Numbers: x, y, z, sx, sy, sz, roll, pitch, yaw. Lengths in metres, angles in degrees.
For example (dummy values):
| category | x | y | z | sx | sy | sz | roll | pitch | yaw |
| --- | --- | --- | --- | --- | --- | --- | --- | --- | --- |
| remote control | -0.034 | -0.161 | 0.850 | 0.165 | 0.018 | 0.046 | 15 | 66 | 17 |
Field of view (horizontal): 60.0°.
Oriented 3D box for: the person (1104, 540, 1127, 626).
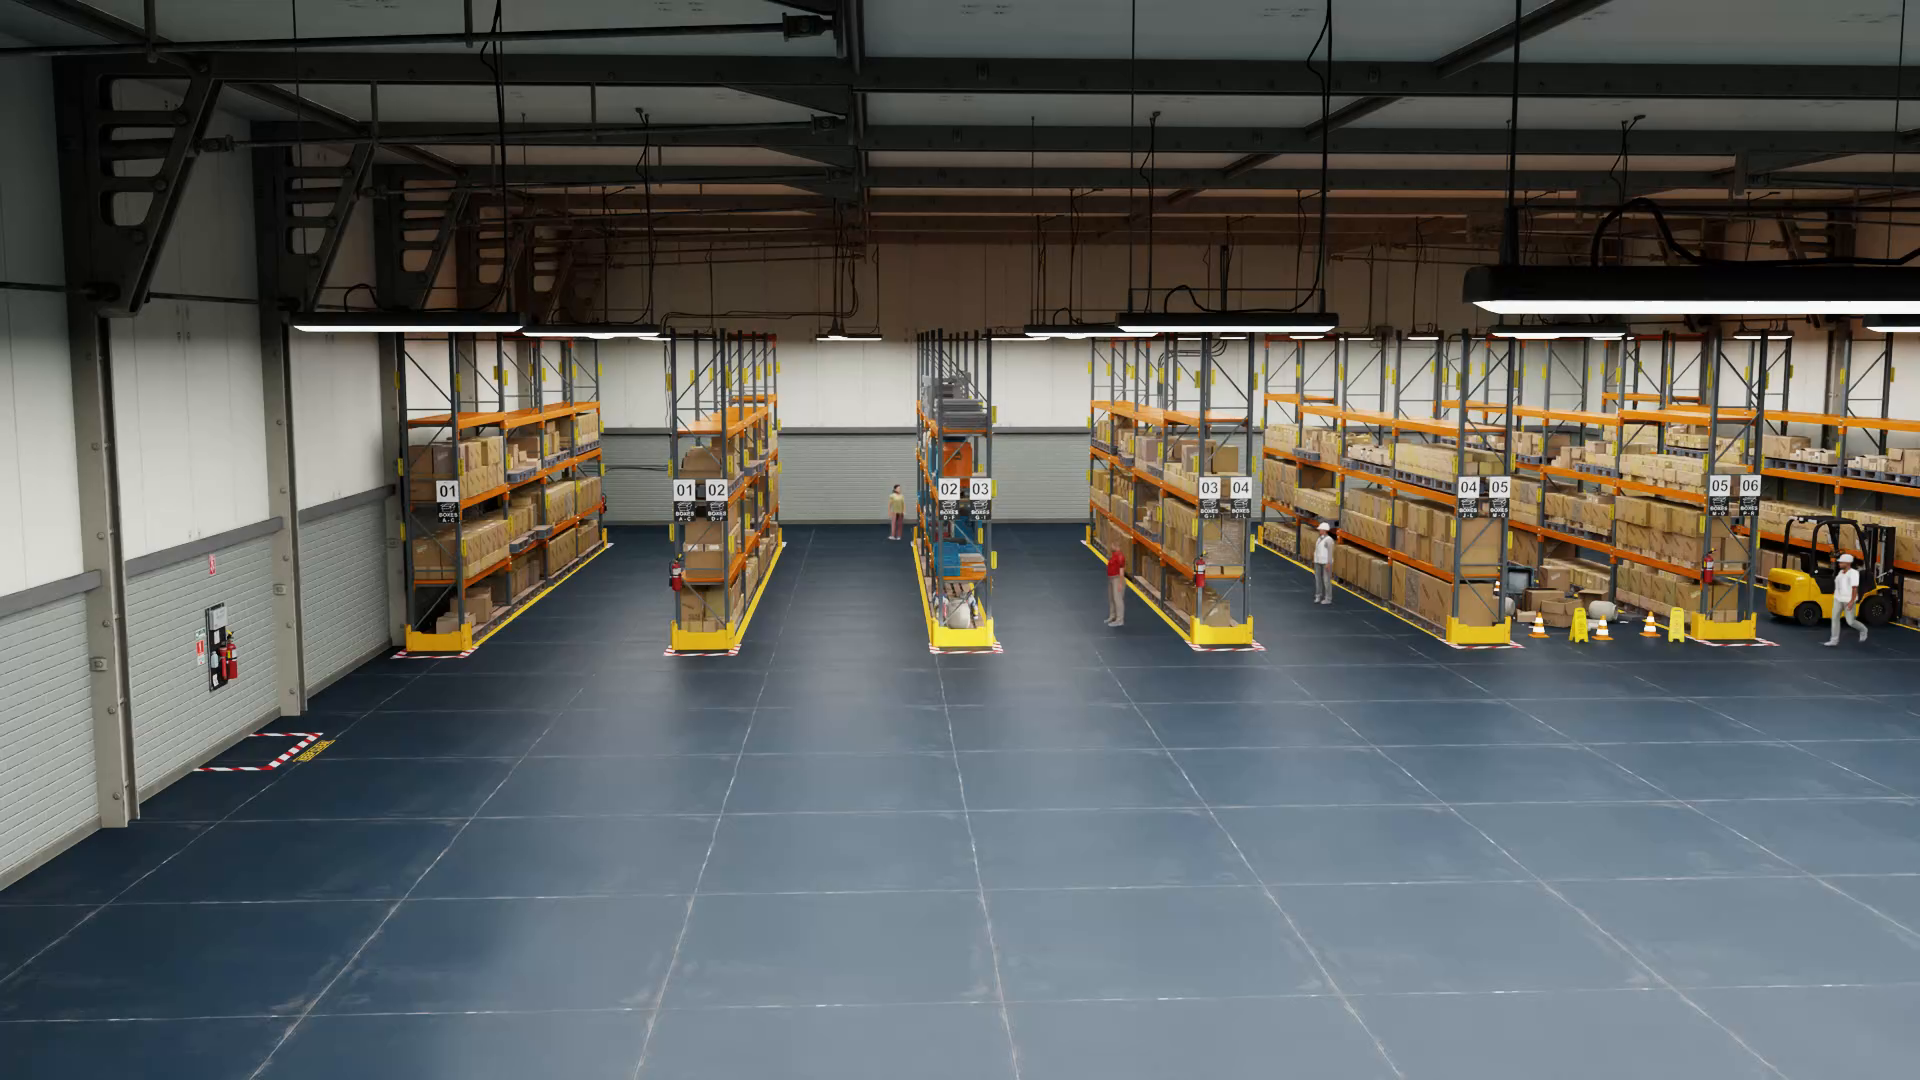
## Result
| category | x | y | z | sx | sy | sz | roll | pitch | yaw |
| --- | --- | --- | --- | --- | --- | --- | --- | --- | --- |
| person | 3.158 | 0.866 | 33.921 | 0.401 | 1.731 | 0.591 | -1 | 7 | -11 |

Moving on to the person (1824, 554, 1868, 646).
| category | x | y | z | sx | sy | sz | roll | pitch | yaw |
| --- | --- | --- | --- | --- | --- | --- | --- | --- | --- |
| person | 16.859 | 1.142 | 31.532 | 0.829 | 1.750 | 0.528 | -3 | 8 | -27 |

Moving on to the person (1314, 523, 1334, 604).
| category | x | y | z | sx | sy | sz | roll | pitch | yaw |
| --- | --- | --- | --- | --- | --- | --- | --- | --- | --- |
| person | 8.053 | 0.507 | 36.809 | 0.397 | 1.780 | 0.526 | -5 | 8 | -36 |

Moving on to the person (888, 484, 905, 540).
| category | x | y | z | sx | sy | sz | roll | pitch | yaw |
| --- | --- | --- | --- | --- | --- | --- | --- | --- | --- |
| person | -1.832 | -0.786 | 48.204 | 0.492 | 1.640 | 0.897 | 0 | 7 | -2 |
